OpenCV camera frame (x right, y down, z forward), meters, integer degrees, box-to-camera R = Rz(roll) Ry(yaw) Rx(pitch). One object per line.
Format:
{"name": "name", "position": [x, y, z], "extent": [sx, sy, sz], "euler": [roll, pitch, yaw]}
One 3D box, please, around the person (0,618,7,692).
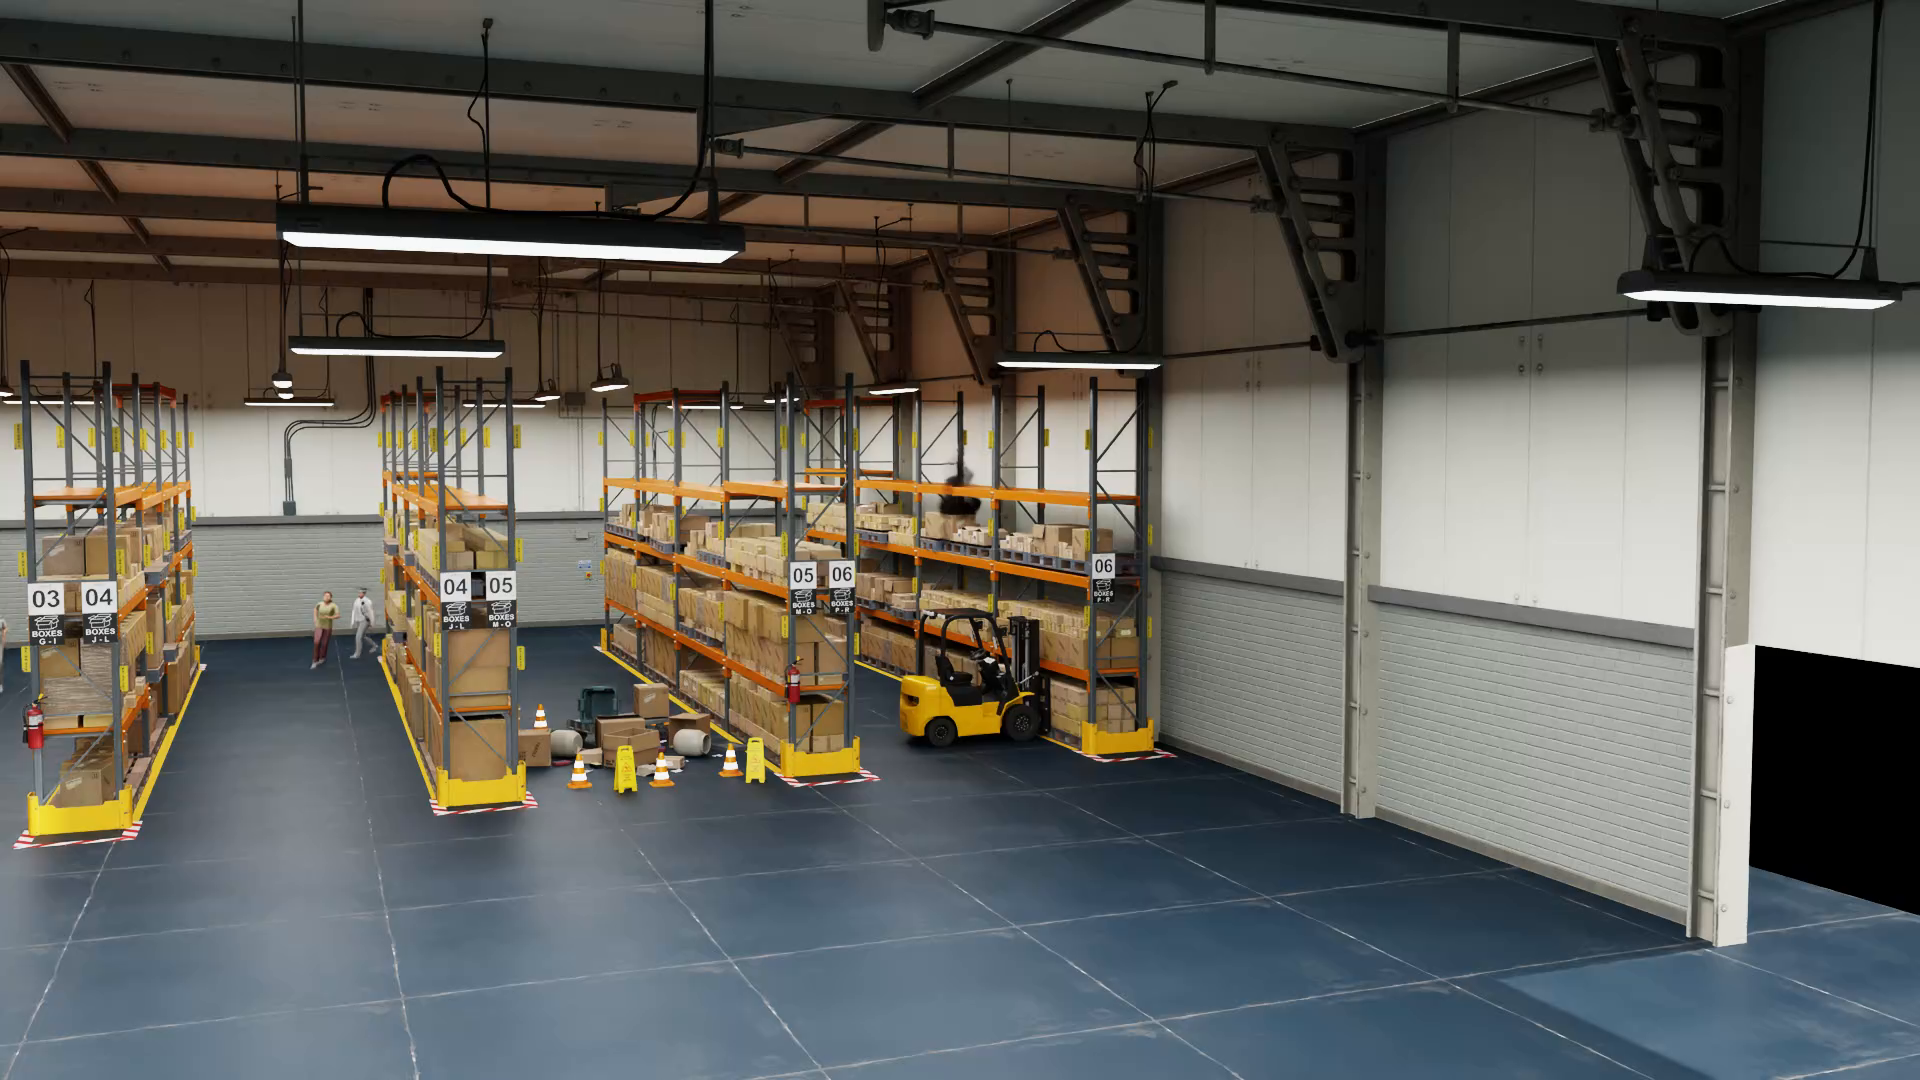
{"name": "person", "position": [-19.331, 2.180, 33.220], "extent": [0.539, 1.732, 0.763], "euler": [-2, 4, -34]}

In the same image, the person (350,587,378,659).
{"name": "person", "position": [-13.694, 1.872, 38.209], "extent": [0.478, 1.619, 0.953], "euler": [2, 4, 28]}

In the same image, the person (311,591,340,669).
{"name": "person", "position": [-14.031, 1.979, 36.839], "extent": [0.598, 1.706, 0.762], "euler": [-1, 4, -12]}
